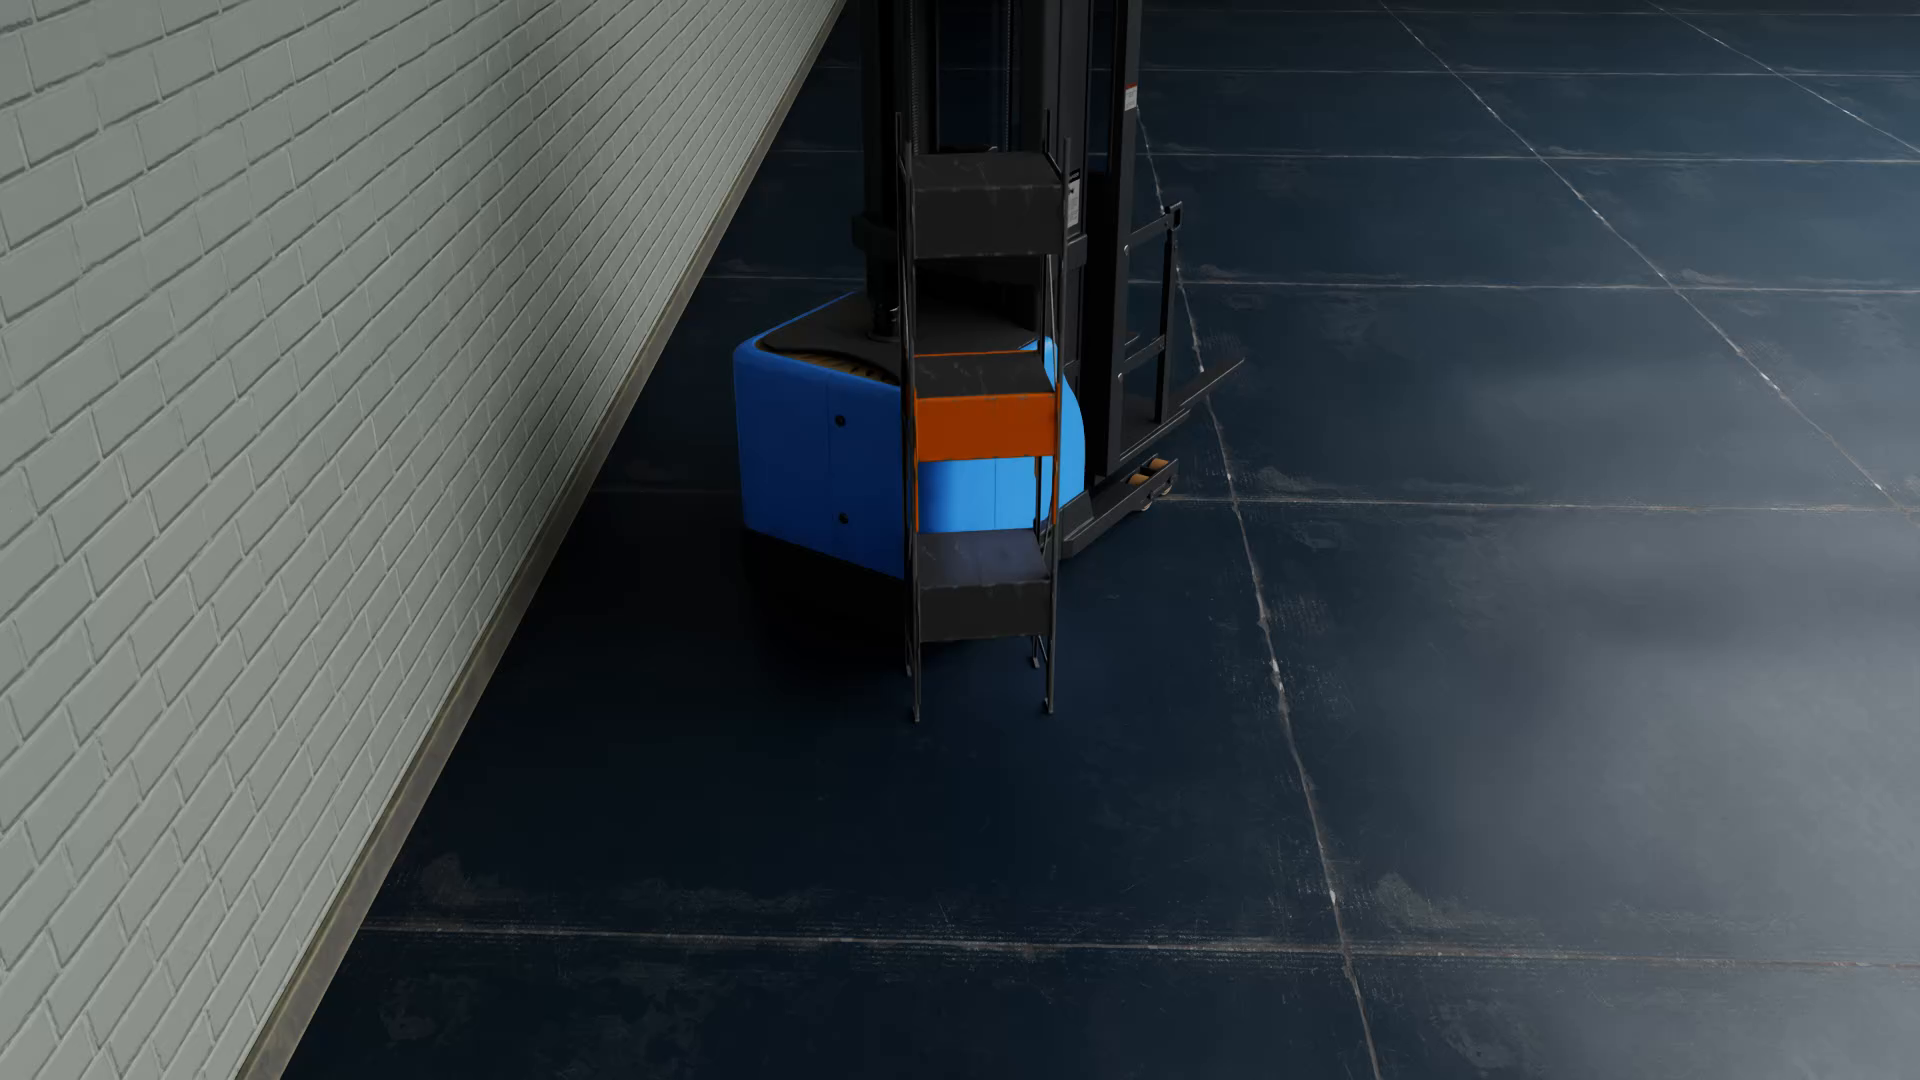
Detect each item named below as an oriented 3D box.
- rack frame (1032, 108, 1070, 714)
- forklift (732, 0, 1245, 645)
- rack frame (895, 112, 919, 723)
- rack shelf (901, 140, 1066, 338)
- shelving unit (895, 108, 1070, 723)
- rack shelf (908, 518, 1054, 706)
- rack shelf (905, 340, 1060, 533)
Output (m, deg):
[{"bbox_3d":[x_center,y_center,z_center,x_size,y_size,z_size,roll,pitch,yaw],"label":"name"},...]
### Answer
[{"bbox_3d":[0.307,-0.388,5.738,0.015,2.100,0.400,-3,28,-6],"label":"rack frame"},{"bbox_3d":[0.346,-1.537,7.020,1.130,2.935,3.031,17,33,29],"label":"forklift"},{"bbox_3d":[-0.178,-0.361,5.688,0.015,2.100,0.400,-3,28,-6],"label":"rack frame"},{"bbox_3d":[0.064,-0.981,5.393,0.480,0.518,0.431,-3,28,-6],"label":"rack shelf"},{"bbox_3d":[0.064,-0.374,5.713,0.503,2.100,0.431,-3,28,-6],"label":"shelving unit"},{"bbox_3d":[0.065,0.257,6.046,0.480,0.518,0.431,-3,28,-6],"label":"rack shelf"},{"bbox_3d":[0.064,-0.362,5.720,0.480,0.518,0.431,-3,28,-6],"label":"rack shelf"}]
